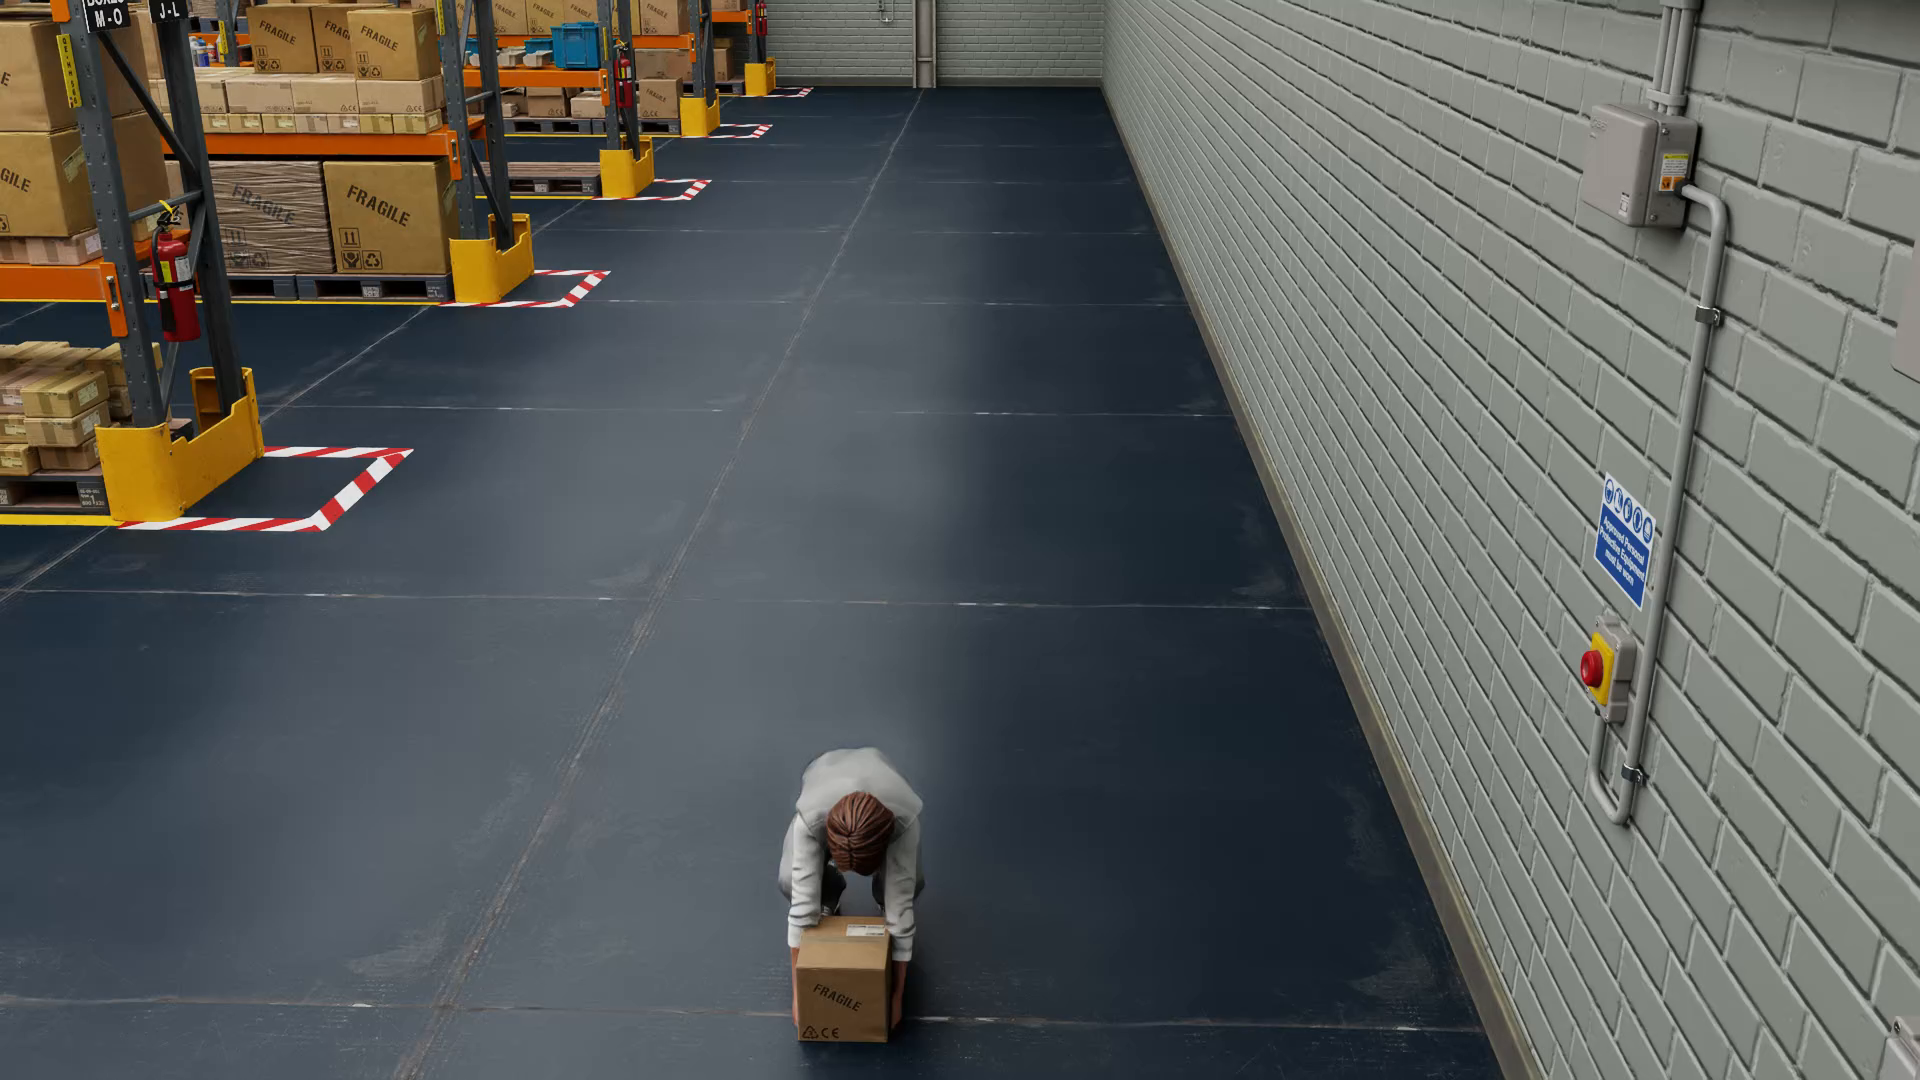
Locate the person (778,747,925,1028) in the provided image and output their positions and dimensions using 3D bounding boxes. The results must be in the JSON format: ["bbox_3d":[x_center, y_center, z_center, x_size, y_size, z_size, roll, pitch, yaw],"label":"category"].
[{"bbox_3d":[-0.316,0.956,4.951,0.433,0.760,0.829,1,21,1],"label":"person"}]
